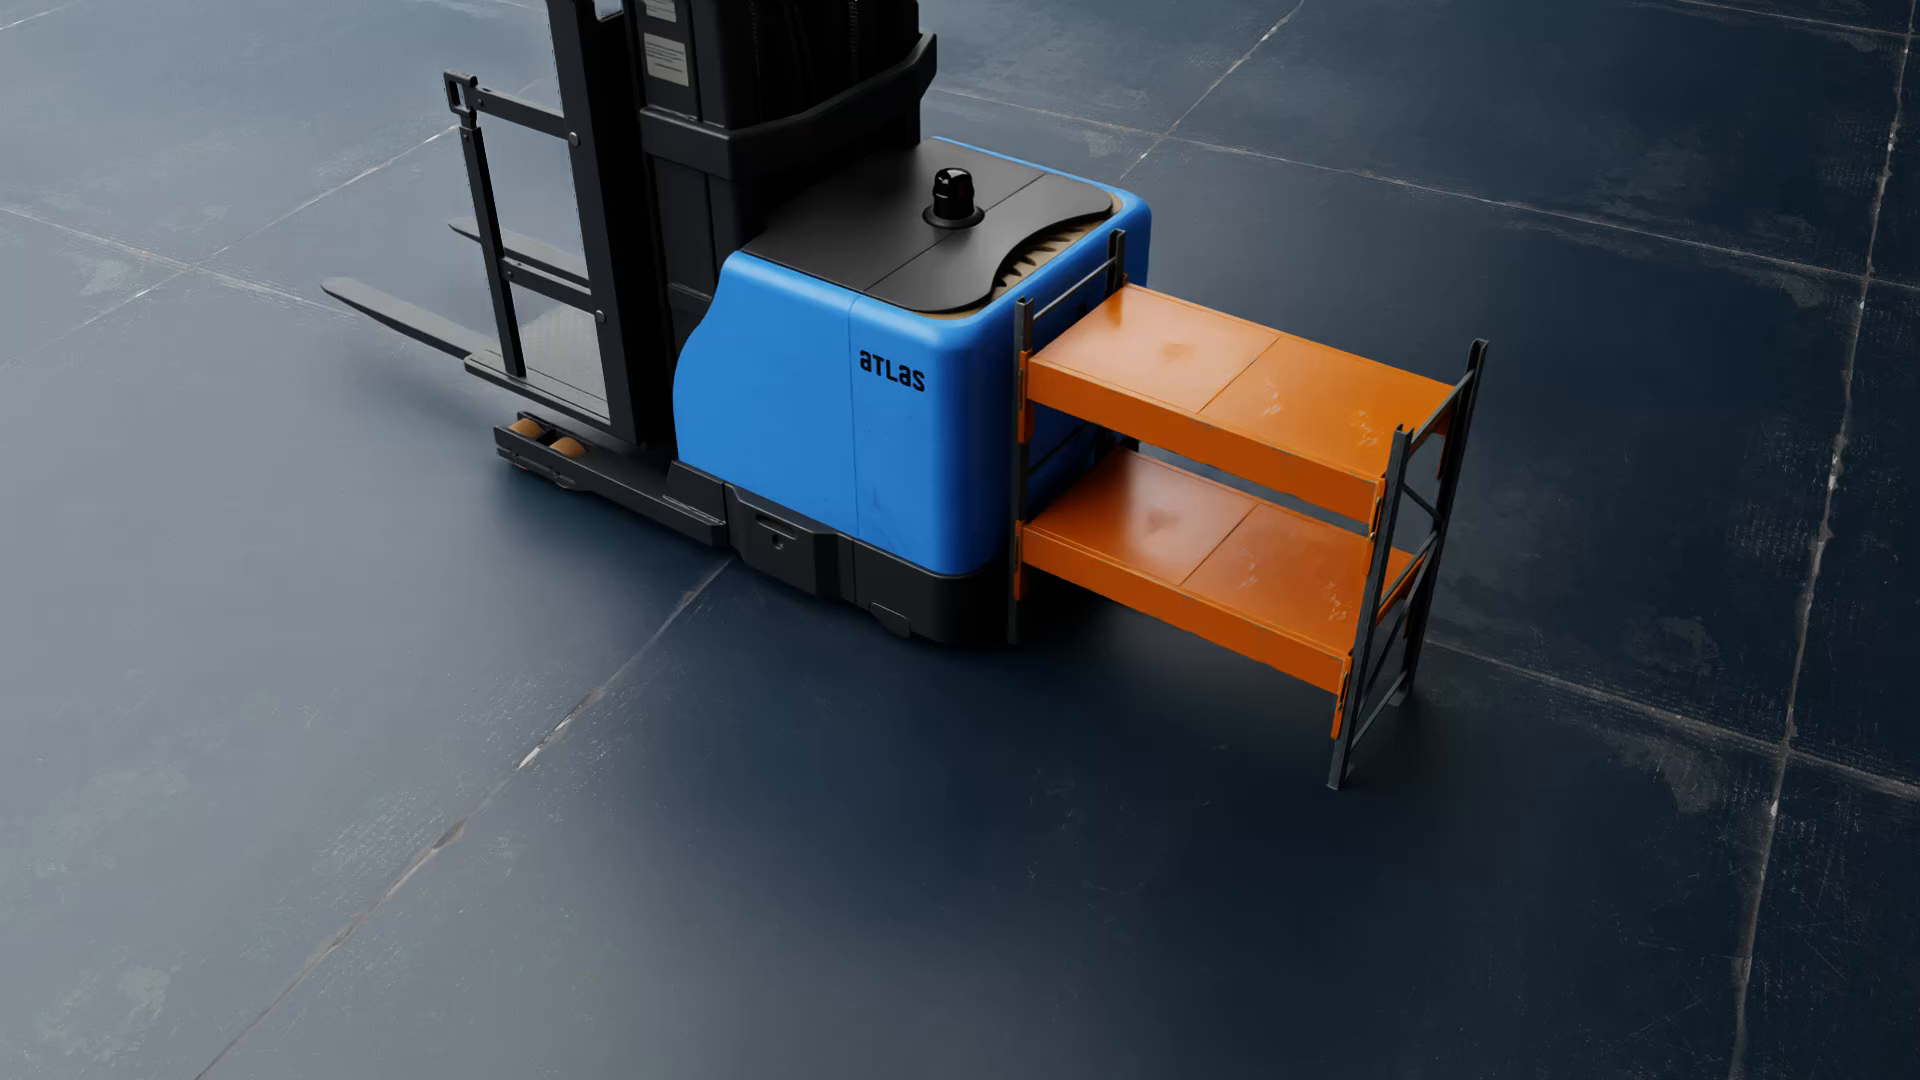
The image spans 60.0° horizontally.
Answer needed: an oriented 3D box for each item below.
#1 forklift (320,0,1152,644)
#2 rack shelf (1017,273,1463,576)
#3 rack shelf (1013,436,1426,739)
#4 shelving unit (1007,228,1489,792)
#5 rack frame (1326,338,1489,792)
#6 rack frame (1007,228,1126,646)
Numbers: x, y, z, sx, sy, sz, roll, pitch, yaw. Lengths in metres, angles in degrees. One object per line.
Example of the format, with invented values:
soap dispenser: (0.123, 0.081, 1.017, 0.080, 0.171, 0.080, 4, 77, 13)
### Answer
forklift: (-0.931, -1.573, 4.898, 3.031, 2.935, 1.130, 23, 43, 27)
rack shelf: (0.709, -0.324, 4.263, 1.000, 0.278, 0.538, 23, 43, 27)
rack shelf: (0.709, 0.104, 4.588, 1.000, 0.278, 0.538, 23, 43, 27)
shelving unit: (0.709, -0.091, 4.440, 1.048, 1.125, 0.538, 23, 43, 27)
rack frame: (1.124, 0.086, 4.207, 0.032, 1.125, 0.500, 23, 43, 27)
rack frame: (0.293, -0.268, 4.673, 0.032, 1.125, 0.500, 23, 43, 27)
